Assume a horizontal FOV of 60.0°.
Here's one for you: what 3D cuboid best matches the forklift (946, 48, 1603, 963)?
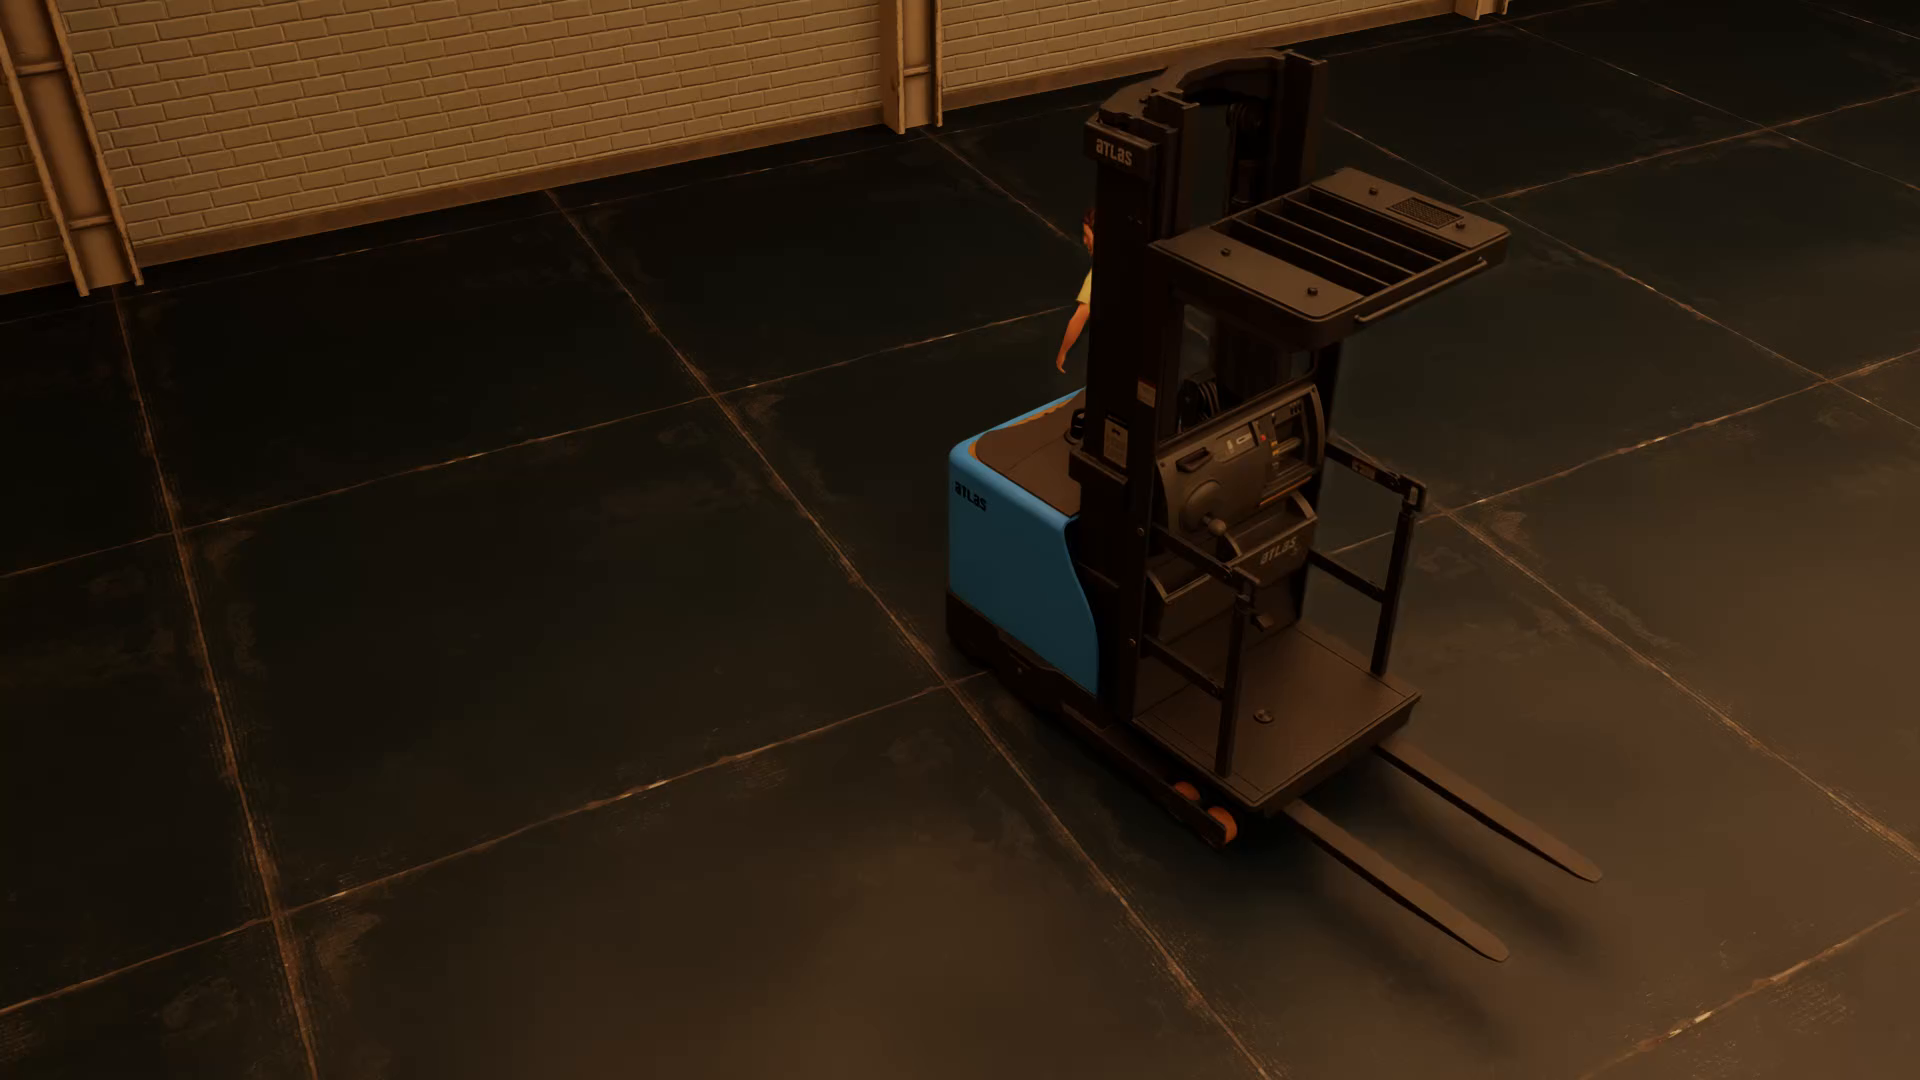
[{"bbox_3d":[1.265,-0.261,6.492,1.130,2.935,3.031,-26,43,-32],"label":"forklift"}]

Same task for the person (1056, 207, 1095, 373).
[{"bbox_3d":[0.807,-1.060,8.927,0.609,1.465,0.692,-6,36,-8],"label":"person"}]
